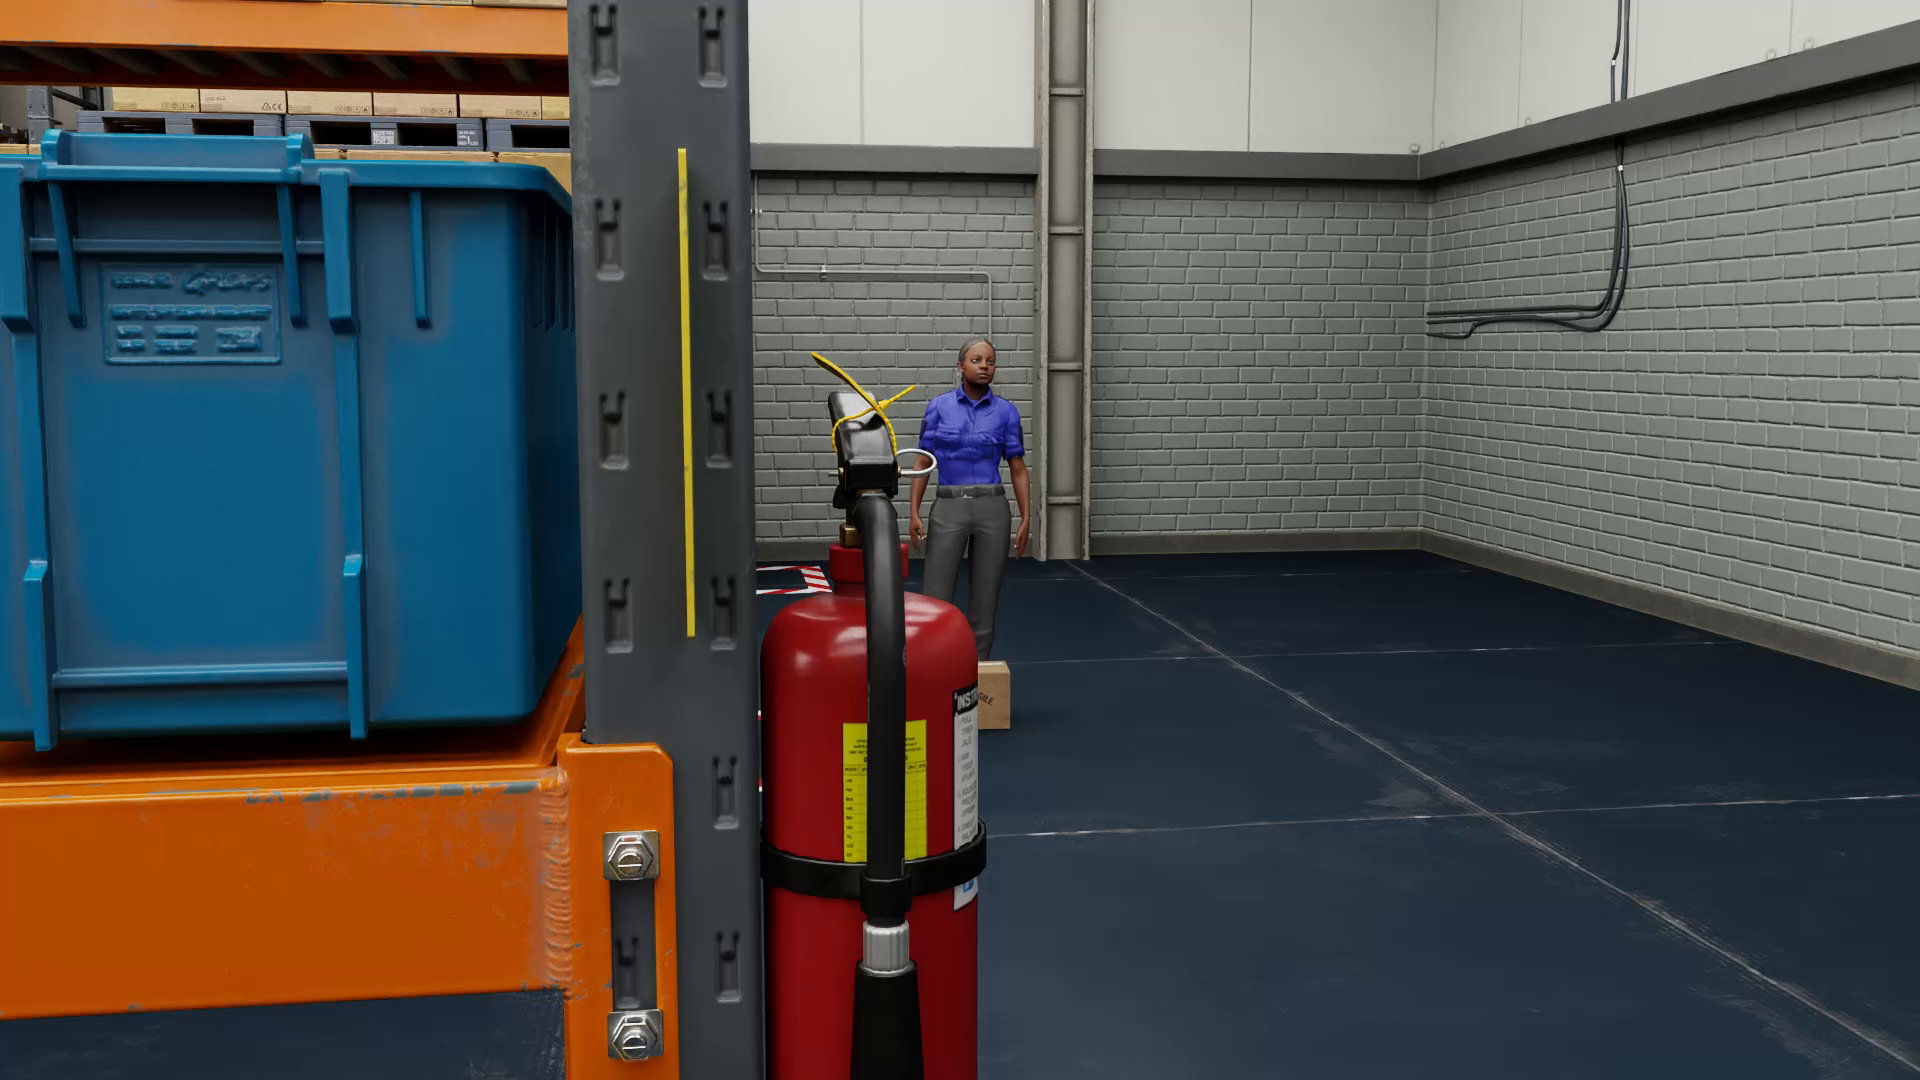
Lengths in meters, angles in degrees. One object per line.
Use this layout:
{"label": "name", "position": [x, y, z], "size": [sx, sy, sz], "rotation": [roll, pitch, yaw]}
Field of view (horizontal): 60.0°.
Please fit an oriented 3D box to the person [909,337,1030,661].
{"label": "person", "position": [0.033, -0.057, 7.284], "size": [0.570, 1.654, 0.504], "rotation": [0, 7, -3]}
